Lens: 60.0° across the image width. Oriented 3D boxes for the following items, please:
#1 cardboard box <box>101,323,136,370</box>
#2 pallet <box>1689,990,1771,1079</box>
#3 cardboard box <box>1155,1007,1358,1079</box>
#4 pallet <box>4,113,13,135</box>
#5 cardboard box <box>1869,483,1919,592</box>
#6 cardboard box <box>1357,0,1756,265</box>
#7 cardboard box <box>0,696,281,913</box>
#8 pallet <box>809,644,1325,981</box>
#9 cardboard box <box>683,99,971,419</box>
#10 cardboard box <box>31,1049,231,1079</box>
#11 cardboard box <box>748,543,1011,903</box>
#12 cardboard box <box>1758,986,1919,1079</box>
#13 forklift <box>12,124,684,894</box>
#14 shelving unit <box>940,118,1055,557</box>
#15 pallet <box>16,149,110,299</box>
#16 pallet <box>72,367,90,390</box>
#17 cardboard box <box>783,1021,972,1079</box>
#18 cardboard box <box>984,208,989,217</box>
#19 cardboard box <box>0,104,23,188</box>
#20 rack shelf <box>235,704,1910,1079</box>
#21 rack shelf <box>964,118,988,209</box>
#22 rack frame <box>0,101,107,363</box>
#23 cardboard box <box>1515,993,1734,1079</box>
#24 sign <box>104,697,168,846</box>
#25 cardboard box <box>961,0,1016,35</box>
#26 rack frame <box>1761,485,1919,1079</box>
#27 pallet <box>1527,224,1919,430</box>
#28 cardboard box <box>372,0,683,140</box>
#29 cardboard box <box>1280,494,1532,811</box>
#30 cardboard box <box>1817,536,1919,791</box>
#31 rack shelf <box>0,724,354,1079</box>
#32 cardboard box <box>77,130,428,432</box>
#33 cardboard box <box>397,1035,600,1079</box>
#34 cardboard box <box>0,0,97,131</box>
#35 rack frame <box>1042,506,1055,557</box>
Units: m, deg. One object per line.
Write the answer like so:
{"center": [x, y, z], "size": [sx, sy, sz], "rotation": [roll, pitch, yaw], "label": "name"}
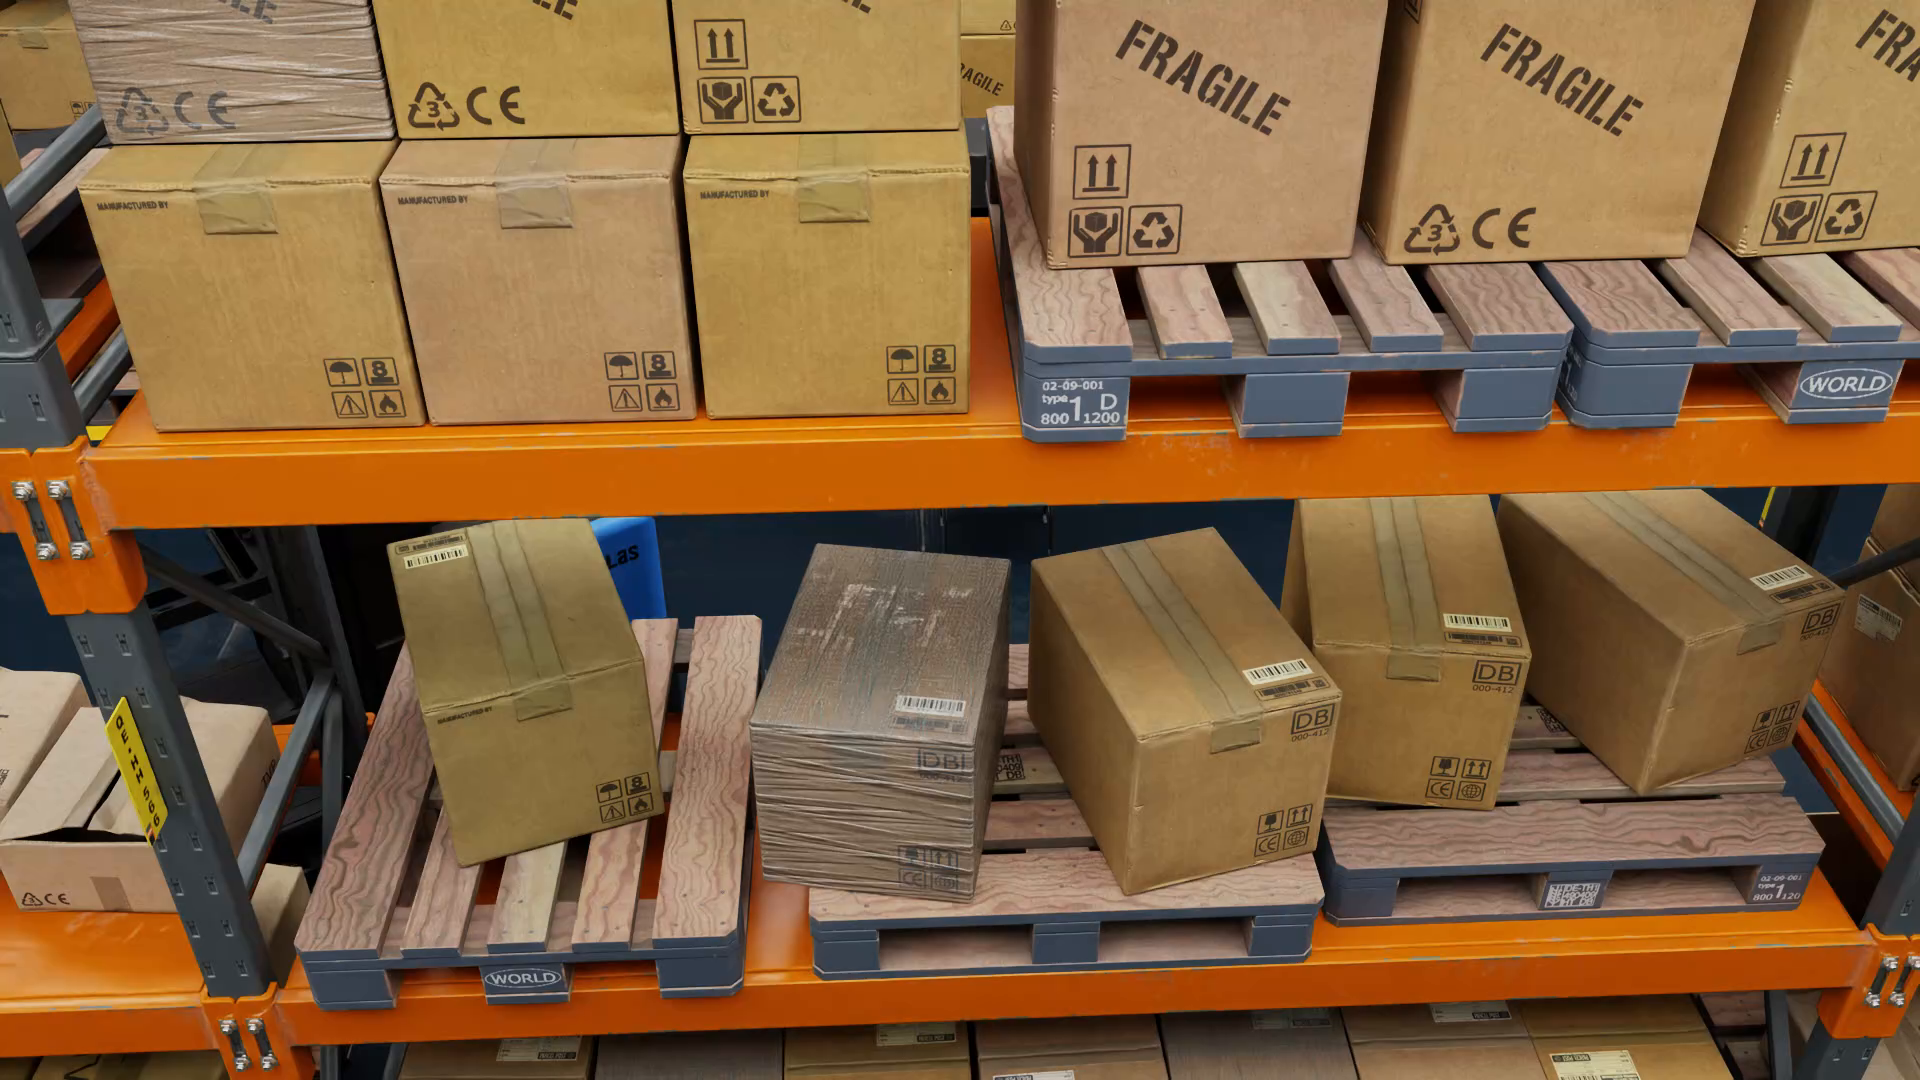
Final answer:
{"center": [-4.189, -1.286, 8.782], "size": [0.500, 0.500, 0.700], "rotation": [-1, 35, -2], "label": "cardboard box"}
{"center": [2.967, 1.659, 5.168], "size": [1.213, 0.211, 1.003], "rotation": [-2, 35, -2], "label": "pallet"}
{"center": [0.806, 1.575, 4.648], "size": [0.500, 0.500, 0.500], "rotation": [-1, 35, -2], "label": "cardboard box"}
{"center": [-5.178, -1.929, 8.070], "size": [1.213, 0.211, 1.003], "rotation": [-2, 35, -2], "label": "pallet"}
{"center": [2.774, -0.083, 4.267], "size": [0.500, 0.500, 0.500], "rotation": [-1, 35, -2], "label": "cardboard box"}
{"center": [1.108, -0.955, 3.314], "size": [0.600, 0.600, 0.600], "rotation": [-2, 35, -3], "label": "cardboard box"}
{"center": [-2.080, 0.660, 4.239], "size": [0.500, 0.311, 0.500], "rotation": [1, 35, 1], "label": "cardboard box"}
{"center": [0.228, 0.662, 4.326], "size": [1.213, 0.211, 1.003], "rotation": [-2, 35, -2], "label": "pallet"}
{"center": [-0.252, -0.695, 3.395], "size": [0.500, 0.500, 0.910], "rotation": [-2, 35, -2], "label": "cardboard box"}
{"center": [-2.226, 1.519, 4.473], "size": [0.500, 0.311, 0.500], "rotation": [-1, 35, -1], "label": "cardboard box"}
{"center": [-0.168, 0.427, 4.040], "size": [0.500, 0.500, 0.700], "rotation": [5, 35, 7], "label": "cardboard box"}
{"center": [2.710, 1.567, 4.827], "size": [0.500, 0.311, 0.500], "rotation": [-2, 35, -2], "label": "cardboard box"}
{"center": [-2.591, -0.180, 5.435], "size": [3.031, 2.935, 1.130], "rotation": [-23, 41, -29], "label": "forklift"}
{"center": [0.165, -0.868, 7.159], "size": [0.503, 2.100, 0.431], "rotation": [-2, 35, -2], "label": "shelving unit"}
{"center": [-2.388, -0.449, 3.293], "size": [1.003, 0.211, 1.213], "rotation": [0, 35, 0], "label": "pallet"}
{"center": [-5.171, -0.945, 8.930], "size": [1.213, 0.211, 1.003], "rotation": [-2, 35, -2], "label": "pallet"}
{"center": [-0.223, 1.607, 4.602], "size": [0.500, 0.500, 0.500], "rotation": [-2, 35, -3], "label": "cardboard box"}
{"center": [0.512, -1.457, 8.740], "size": [0.750, 0.750, 0.750], "rotation": [-1, 35, -1], "label": "cardboard box"}
{"center": [-2.165, -0.662, 3.198], "size": [0.500, 0.250, 0.500], "rotation": [-4, 35, -6], "label": "cardboard box"}
{"center": [0.283, 0.880, 4.475], "size": [4.000, 0.370, 1.077], "rotation": [-2, 35, -2], "label": "rack shelf"}
{"center": [0.165, -1.432, 6.768], "size": [0.480, 0.518, 0.431], "rotation": [-2, 35, -2], "label": "rack shelf"}
{"center": [-1.715, -1.829, 2.485], "size": [0.127, 3.000, 1.000], "rotation": [-2, 35, -2], "label": "rack frame"}
{"center": [1.801, 1.553, 4.680], "size": [0.500, 0.500, 0.500], "rotation": [-2, 35, -2], "label": "cardboard box"}
{"center": [-1.685, 0.477, 3.407], "size": [0.005, 0.325, 0.100], "rotation": [-2, 35, -2], "label": "sign"}
{"center": [0.058, -2.571, 7.804], "size": [0.500, 0.250, 0.500], "rotation": [-2, 35, -3], "label": "cardboard box"}
{"center": [2.281, 0.530, 4.348], "size": [0.127, 3.000, 1.000], "rotation": [-2, 35, -2], "label": "rack frame"}
{"center": [1.626, -0.648, 3.580], "size": [1.003, 0.211, 1.213], "rotation": [-2, 35, -2], "label": "pallet"}
{"center": [-0.769, -1.070, 3.057], "size": [0.500, 0.500, 0.500], "rotation": [-2, 35, -2], "label": "cardboard box"}
{"center": [1.113, 0.257, 4.286], "size": [0.500, 0.500, 0.700], "rotation": [4, 35, 5], "label": "cardboard box"}
{"center": [2.768, 0.330, 4.550], "size": [0.500, 0.500, 0.500], "rotation": [-1, 35, -1], "label": "cardboard box"}
{"center": [-3.713, 0.988, 4.319], "size": [4.000, 0.370, 1.077], "rotation": [-2, 35, -2], "label": "rack shelf"}
{"center": [-1.281, -0.667, 3.355], "size": [0.500, 0.500, 0.910], "rotation": [-2, 35, -2], "label": "cardboard box"}
{"center": [-1.247, 1.635, 4.561], "size": [0.500, 0.500, 0.500], "rotation": [0, 35, 0], "label": "cardboard box"}
{"center": [-4.224, -2.333, 8.011], "size": [0.500, 0.500, 0.700], "rotation": [3, 35, 4], "label": "cardboard box"}
{"center": [0.409, -0.874, 7.168], "size": [0.015, 2.100, 0.400], "rotation": [-2, 35, -2], "label": "rack frame"}
